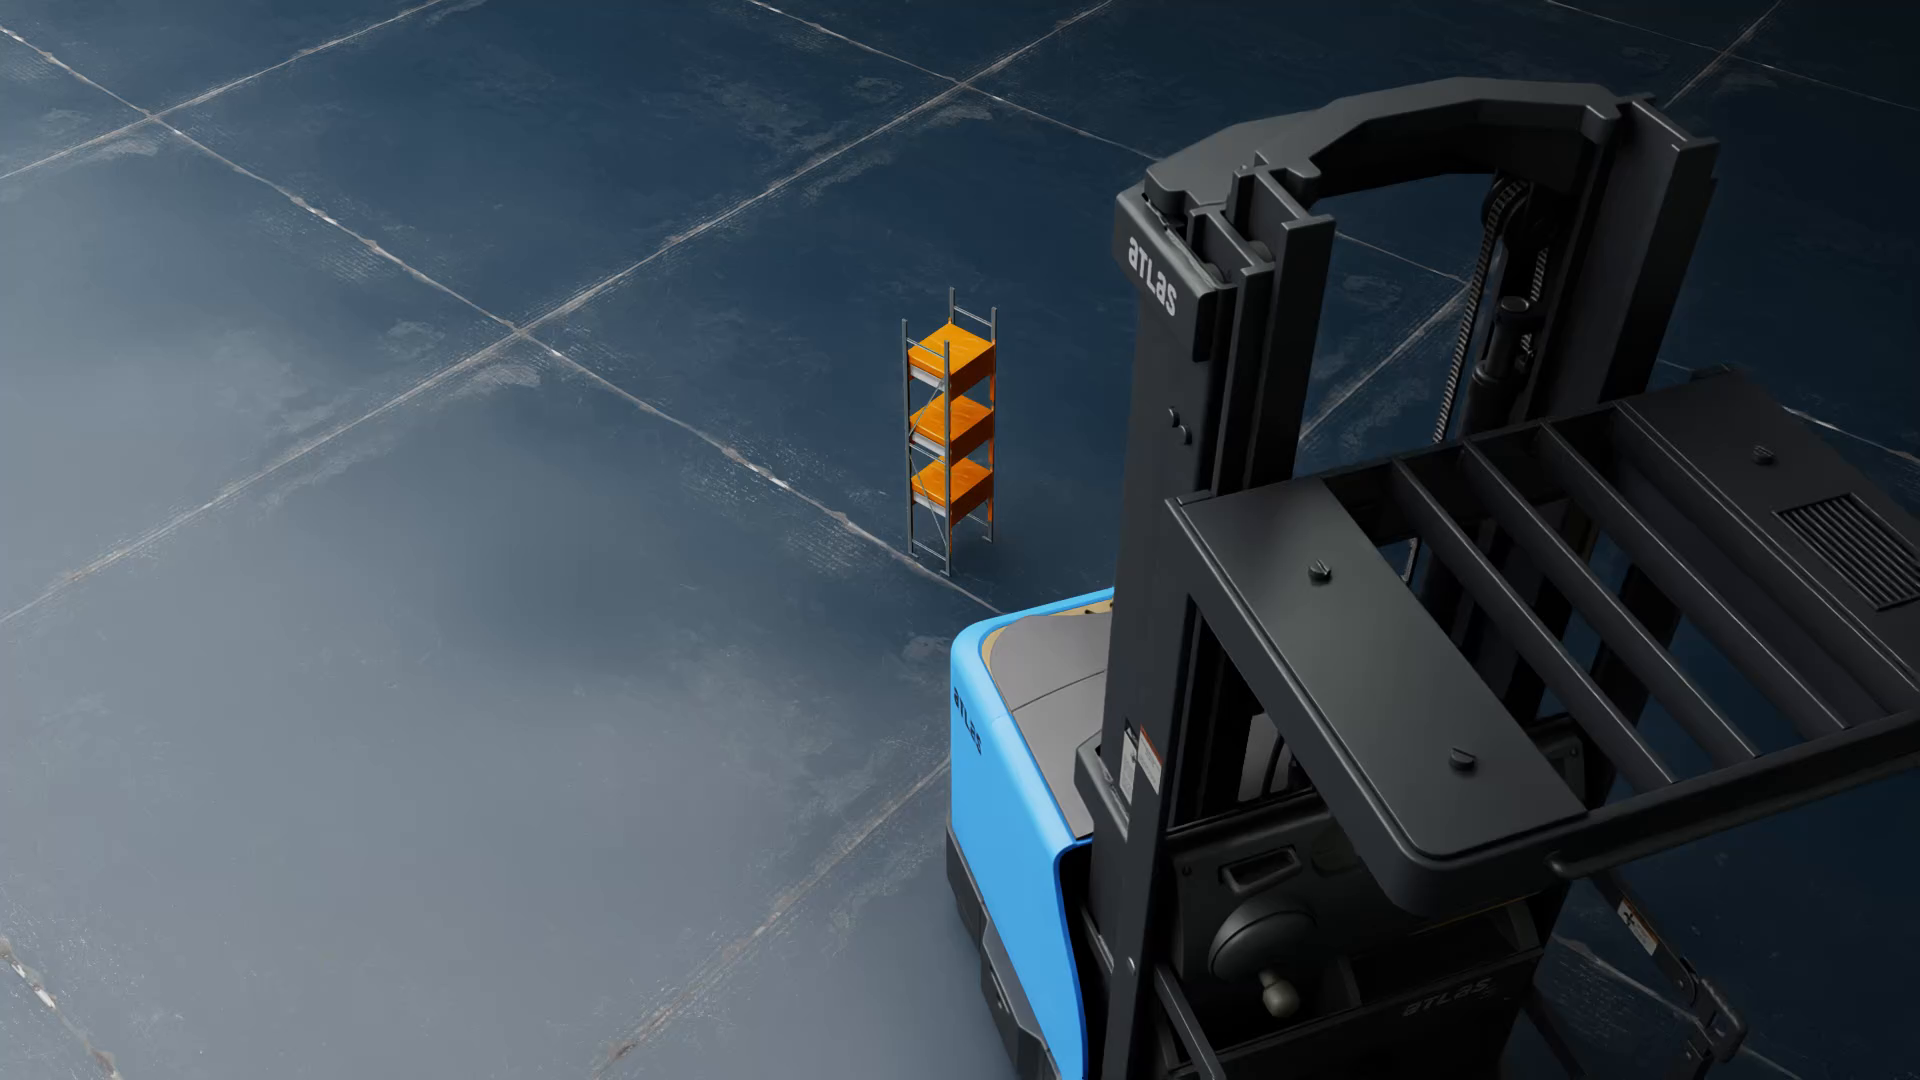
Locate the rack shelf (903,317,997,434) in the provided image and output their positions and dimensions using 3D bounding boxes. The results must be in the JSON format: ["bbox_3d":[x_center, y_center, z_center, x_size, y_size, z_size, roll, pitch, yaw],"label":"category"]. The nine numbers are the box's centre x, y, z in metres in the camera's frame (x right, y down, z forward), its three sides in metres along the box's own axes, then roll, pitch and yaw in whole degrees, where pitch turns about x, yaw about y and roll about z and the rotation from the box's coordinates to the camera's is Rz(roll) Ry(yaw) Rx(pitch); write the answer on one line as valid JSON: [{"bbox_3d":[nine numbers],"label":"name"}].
[{"bbox_3d":[-0.034,-0.563,5.683,0.215,0.259,0.240,29,50,28],"label":"rack shelf"}]

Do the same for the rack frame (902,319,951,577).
[{"bbox_3d":[-0.113,-0.298,5.797,0.200,1.050,0.008,29,50,28],"label":"rack frame"}]

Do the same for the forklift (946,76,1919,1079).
[{"bbox_3d":[0.935,0.766,3.229,1.130,2.935,3.031,-14,44,-14],"label":"forklift"}]

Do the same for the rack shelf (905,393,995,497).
[{"bbox_3d":[-0.034,-0.353,5.874,0.215,0.259,0.240,29,50,28],"label":"rack shelf"}]

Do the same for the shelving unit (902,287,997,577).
[{"bbox_3d":[-0.034,-0.361,5.867,0.215,1.050,0.252,29,50,28],"label":"shelving unit"}]

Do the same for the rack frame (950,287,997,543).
[{"bbox_3d":[0.044,-0.424,5.936,0.200,1.050,0.008,29,50,28],"label":"rack frame"}]

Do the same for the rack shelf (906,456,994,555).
[{"bbox_3d":[-0.034,-0.147,6.061,0.215,0.259,0.240,29,50,28],"label":"rack shelf"}]
